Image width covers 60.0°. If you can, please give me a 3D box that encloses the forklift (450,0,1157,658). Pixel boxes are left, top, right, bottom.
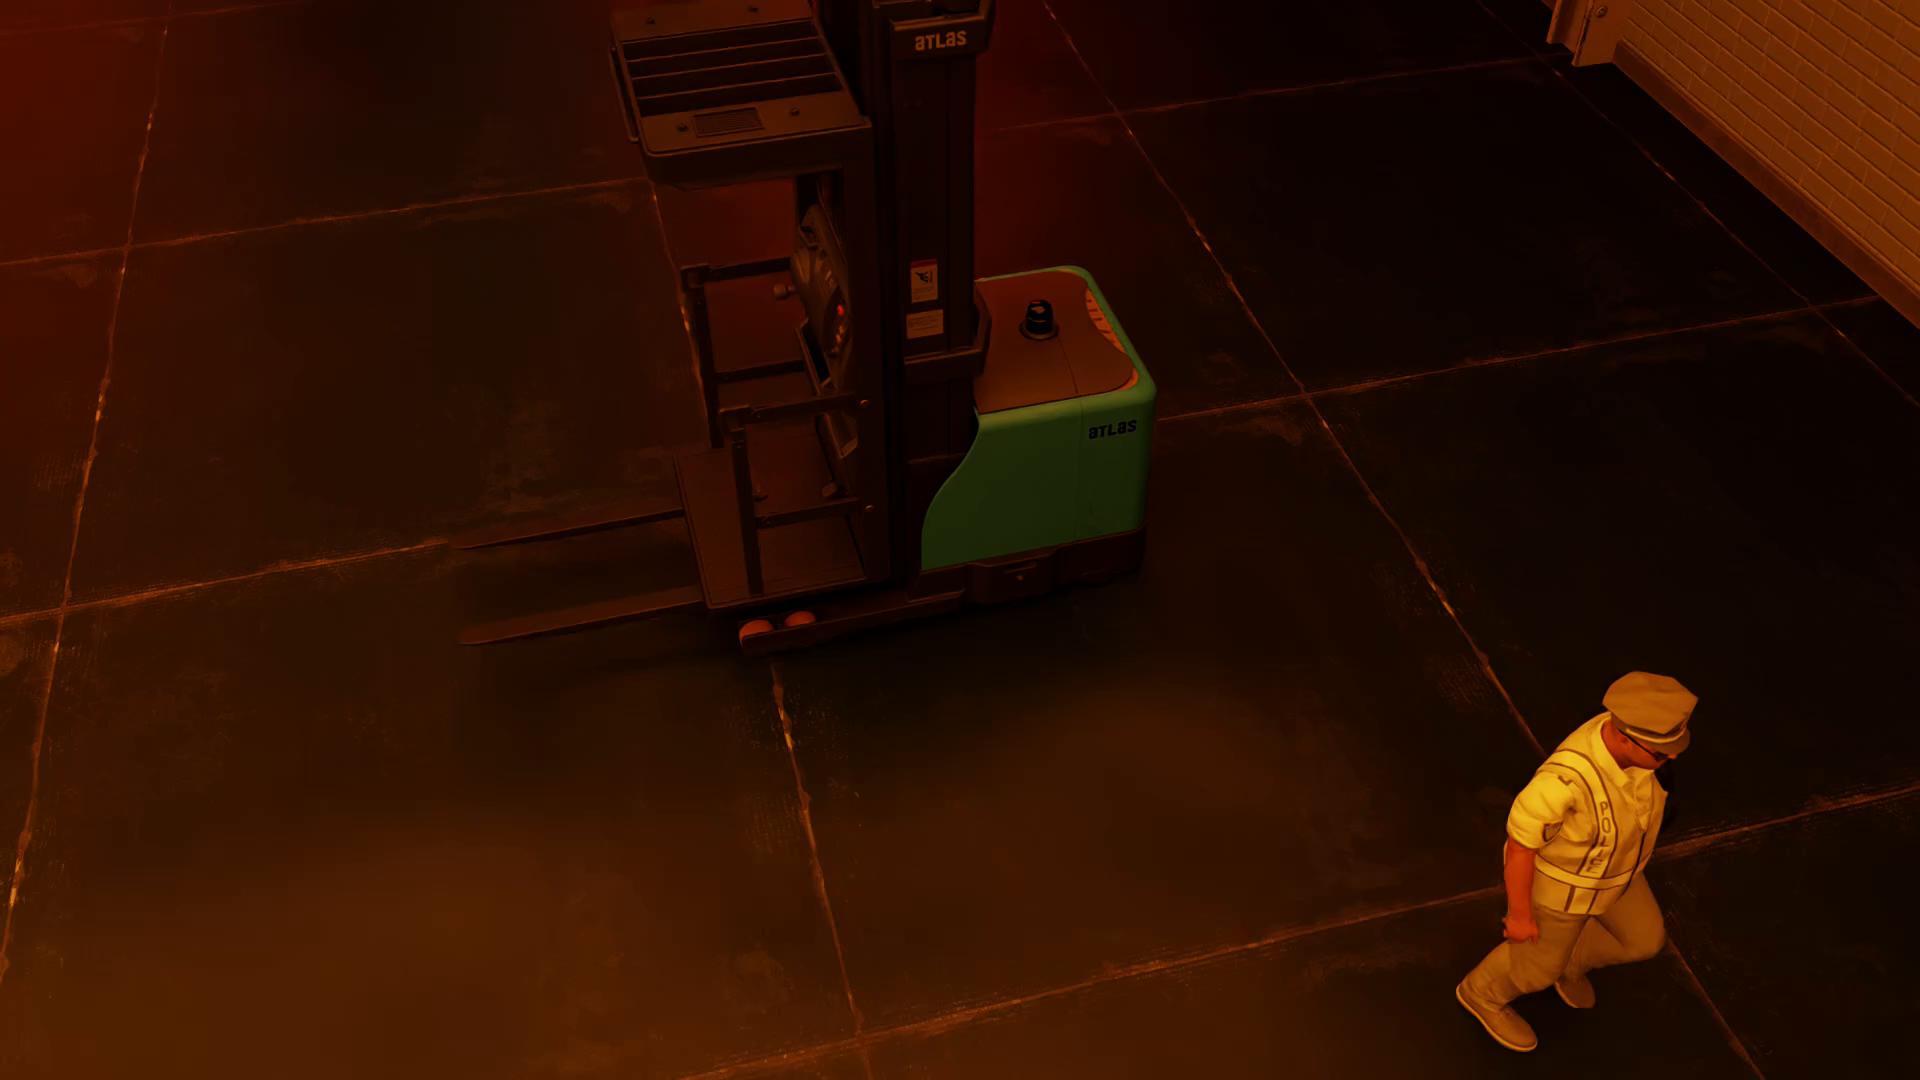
[{"bbox_3d":[-0.736,-0.962,6.663,3.031,2.935,1.130,-11,44,-11],"label":"forklift"}]

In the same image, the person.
[{"bbox_3d":[2.031,1.101,5.382,0.650,1.766,0.496,-29,50,-27],"label":"person"}]
